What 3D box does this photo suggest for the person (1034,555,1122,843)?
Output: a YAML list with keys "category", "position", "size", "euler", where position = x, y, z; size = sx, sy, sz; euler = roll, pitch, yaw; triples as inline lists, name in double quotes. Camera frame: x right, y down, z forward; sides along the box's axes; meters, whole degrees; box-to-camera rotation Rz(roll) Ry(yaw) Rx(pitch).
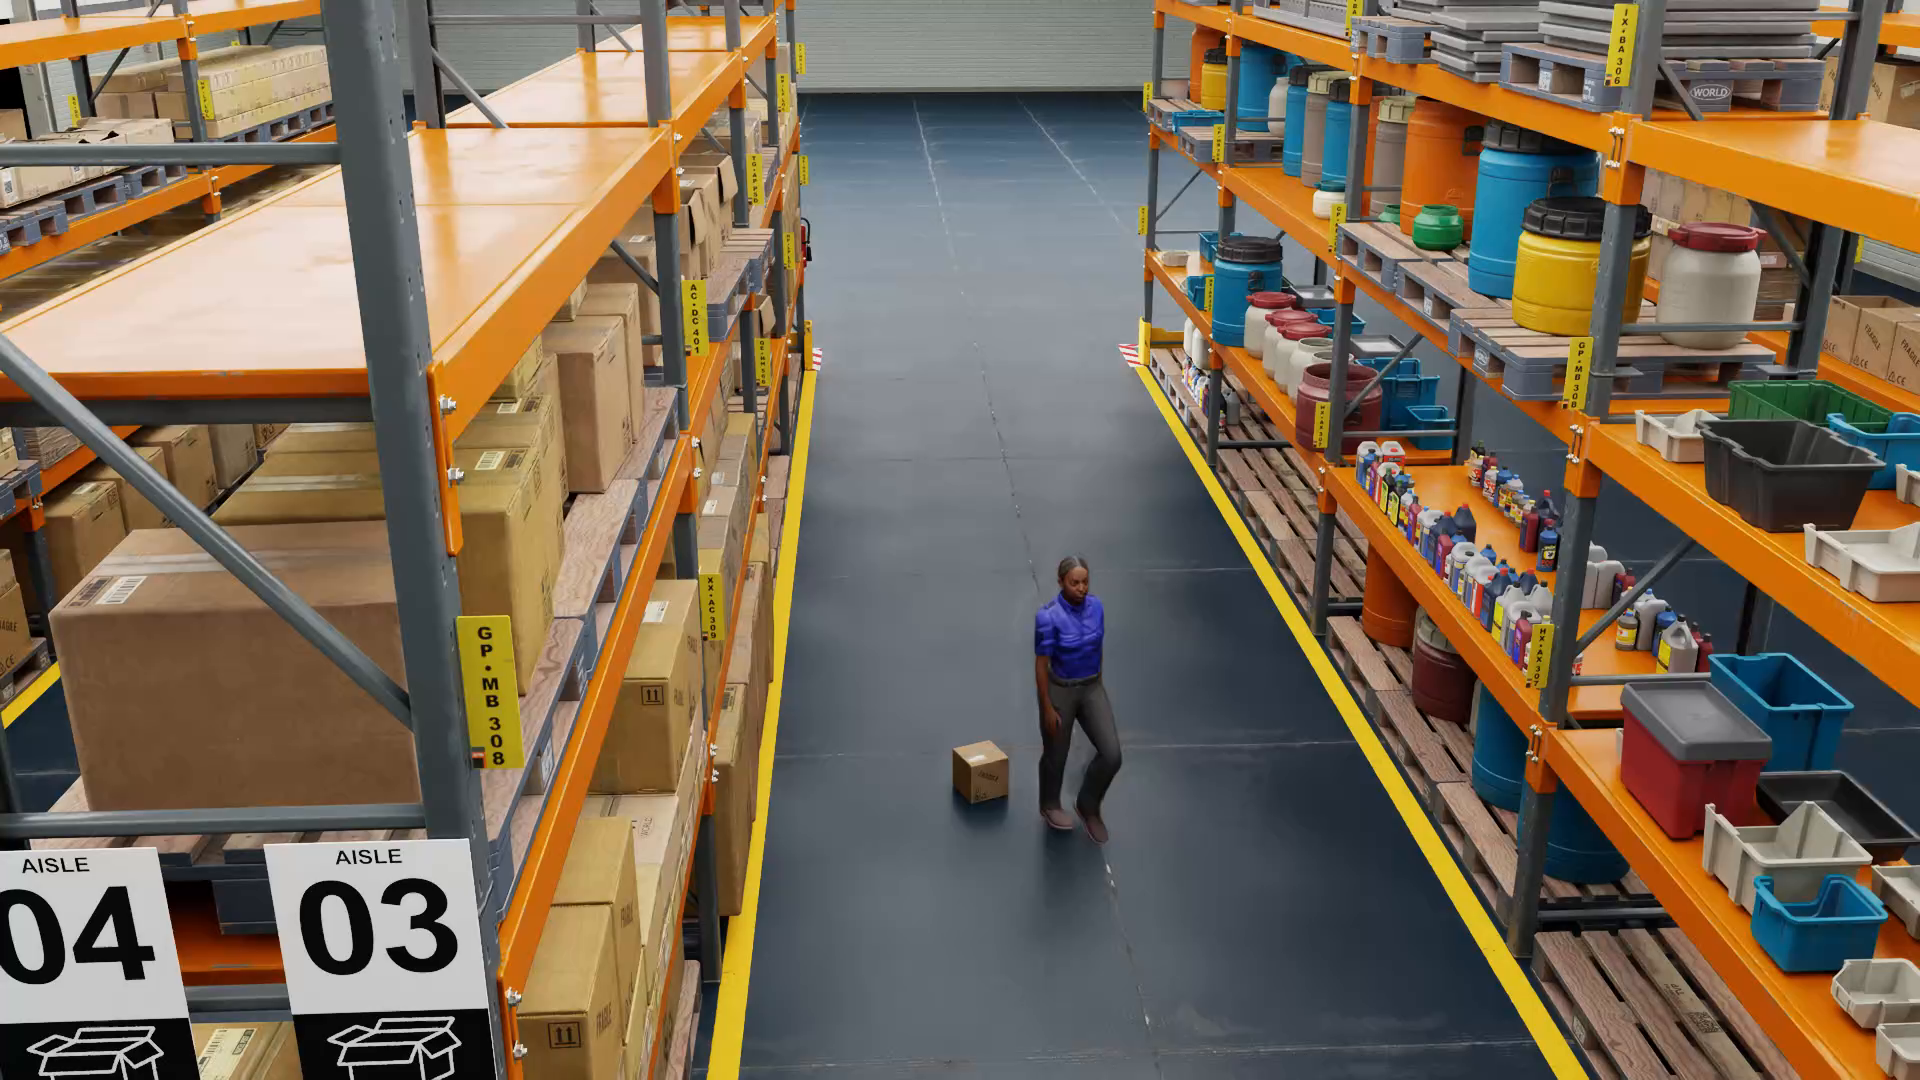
- category: "person"
  position: [0.630, 0.898, 9.187]
  size: [0.488, 1.705, 0.509]
  euler: [-10, 23, -25]
